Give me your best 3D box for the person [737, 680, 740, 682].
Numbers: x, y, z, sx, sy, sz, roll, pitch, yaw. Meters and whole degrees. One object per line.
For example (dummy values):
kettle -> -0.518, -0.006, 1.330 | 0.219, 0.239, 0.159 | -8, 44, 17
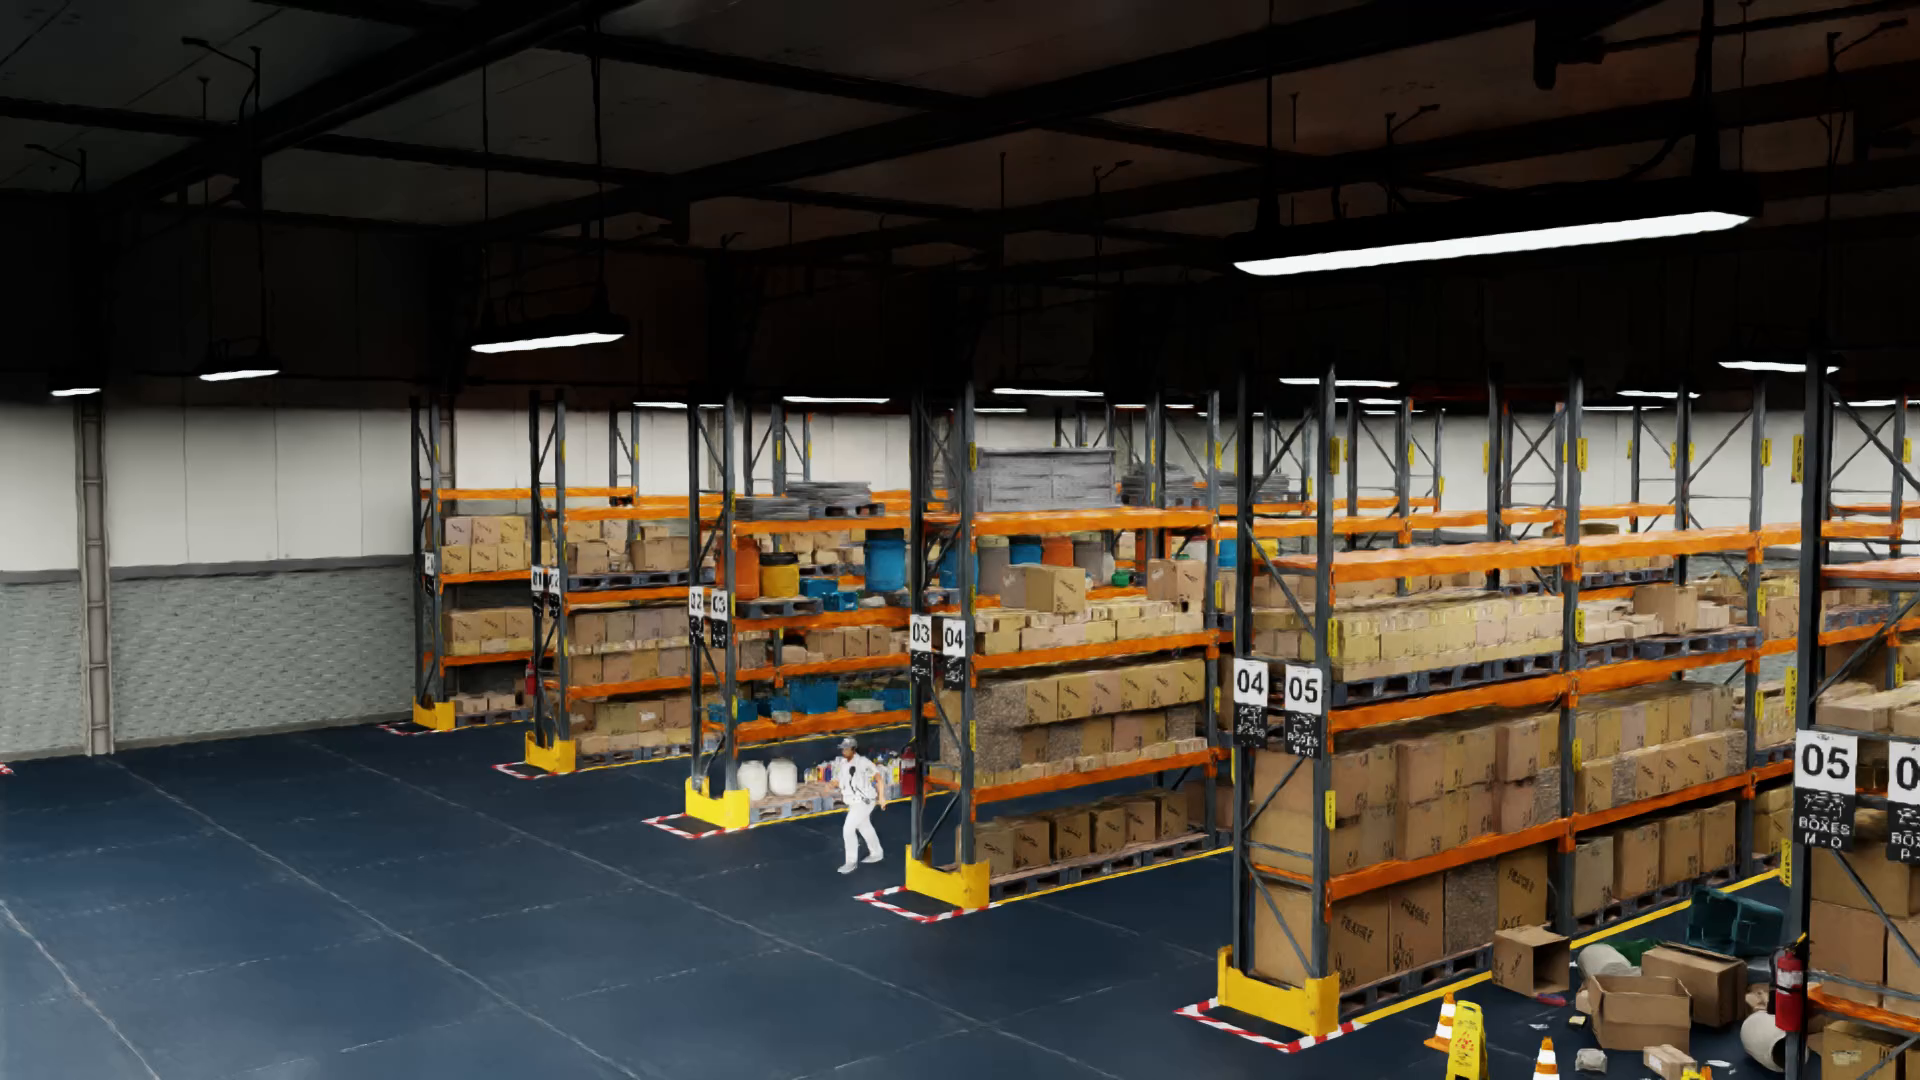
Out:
person -> -4.363, 2.458, 32.107 | 0.419, 1.603, 0.504 | 1, 4, 24

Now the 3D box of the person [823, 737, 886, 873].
person -> -1.240, 3.176, 20.215 | 0.828, 1.599, 0.628 | -2, 4, -34
